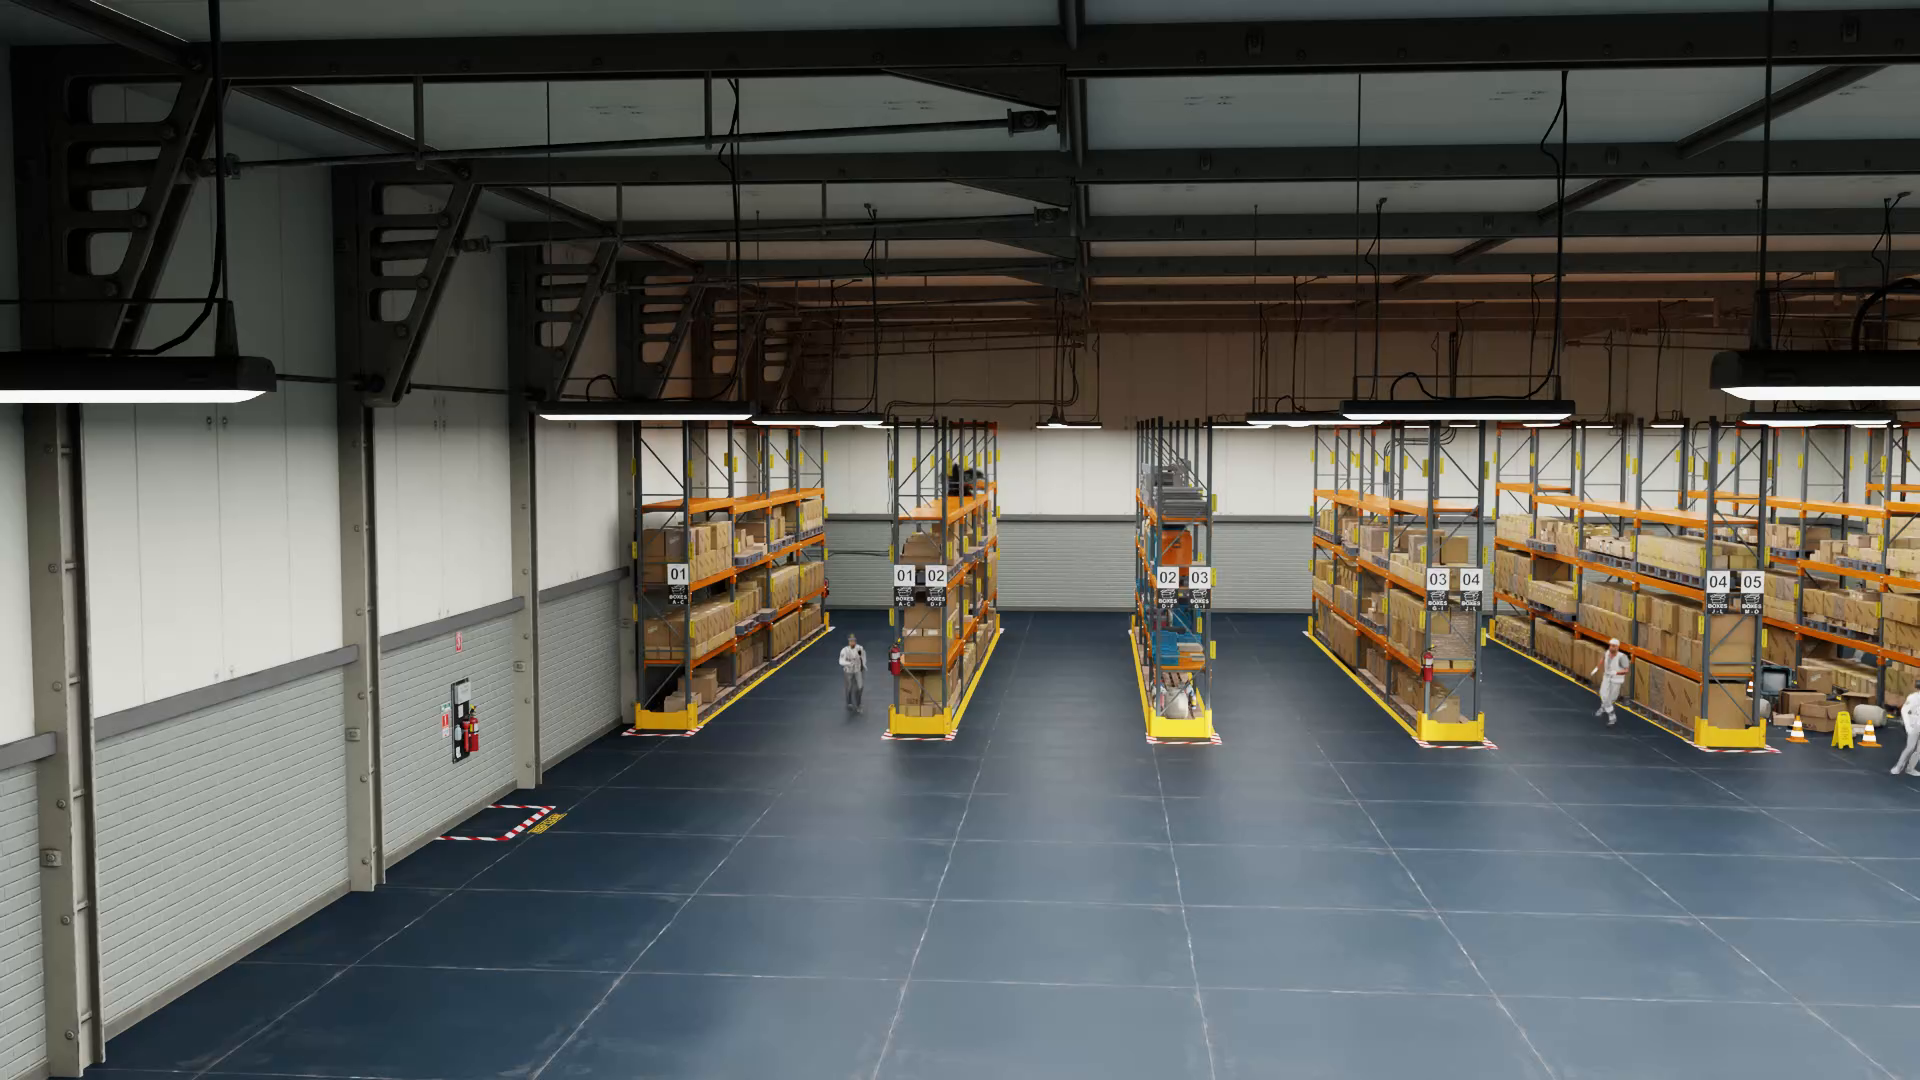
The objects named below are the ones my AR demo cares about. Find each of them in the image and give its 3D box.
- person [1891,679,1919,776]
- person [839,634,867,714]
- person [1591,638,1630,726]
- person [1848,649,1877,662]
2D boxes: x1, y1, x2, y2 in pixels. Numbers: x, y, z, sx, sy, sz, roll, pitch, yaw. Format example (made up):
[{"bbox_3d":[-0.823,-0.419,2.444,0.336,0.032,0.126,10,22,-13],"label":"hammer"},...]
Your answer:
[{"bbox_3d":[15.874,3.103,27.524,0.729,1.645,0.544,-1,4,-12],"label":"person"},{"bbox_3d":[-2.172,2.705,33.857,0.601,1.637,0.926,-1,4,-10],"label":"person"},{"bbox_3d":[12.759,2.762,32.594,0.786,1.728,0.698,3,5,38],"label":"person"},{"bbox_3d":[22.560,2.215,41.168,0.671,1.611,0.859,-4,5,-44],"label":"person"}]
